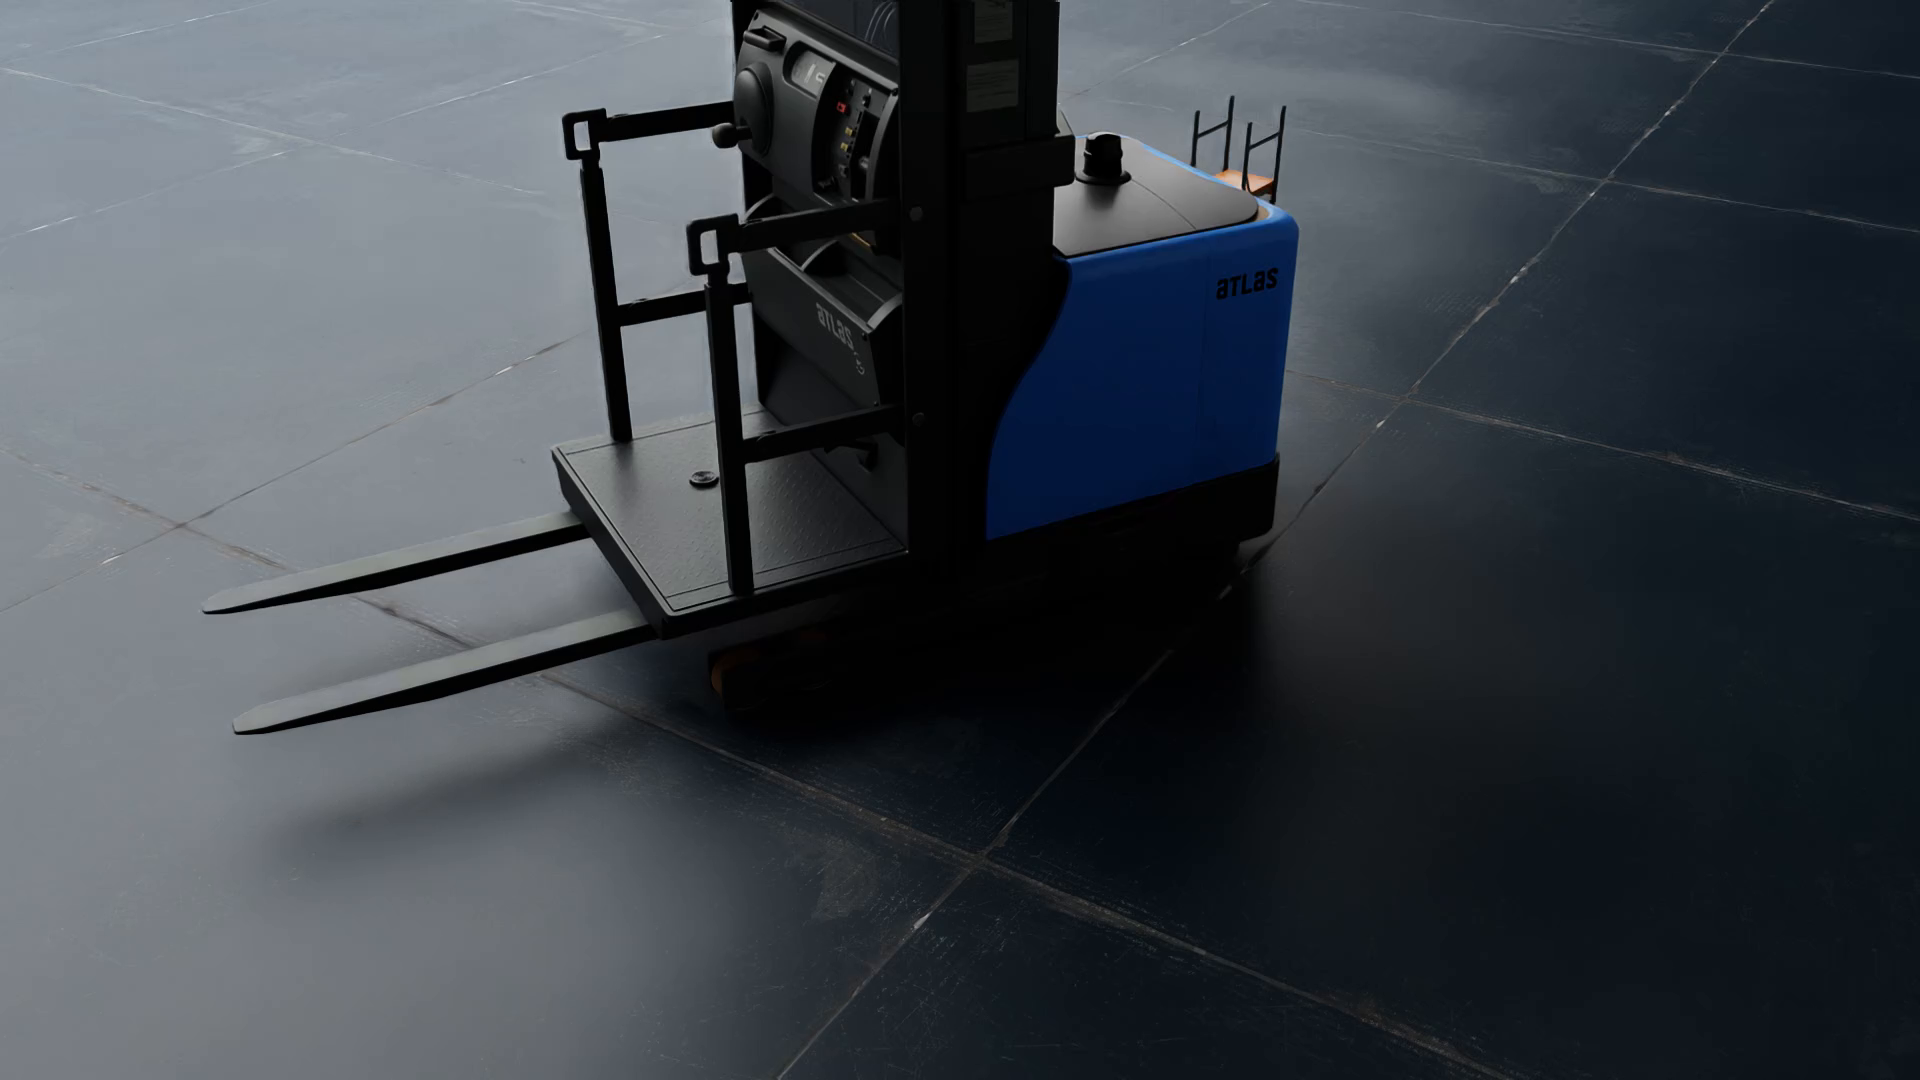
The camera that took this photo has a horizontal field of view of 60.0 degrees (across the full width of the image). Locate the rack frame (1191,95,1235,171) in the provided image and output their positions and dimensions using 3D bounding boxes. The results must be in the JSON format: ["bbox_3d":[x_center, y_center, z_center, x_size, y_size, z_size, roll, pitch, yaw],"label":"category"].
[{"bbox_3d":[0.792,-0.851,5.513,0.006,1.200,0.240,22,36,31],"label":"rack frame"}]

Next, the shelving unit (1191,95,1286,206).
[{"bbox_3d":[0.865,-0.822,5.465,0.189,1.200,0.258,22,36,31],"label":"shelving unit"}]

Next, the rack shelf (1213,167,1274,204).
[{"bbox_3d":[0.869,-1.094,5.305,0.180,0.103,0.258,22,36,31],"label":"rack shelf"}]

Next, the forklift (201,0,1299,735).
[{"bbox_3d":[-0.567,-1.114,4.250,3.031,2.935,1.130,-15,33,-24],"label":"forklift"}]

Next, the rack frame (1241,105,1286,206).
[{"bbox_3d":[0.938,-0.793,5.418,0.006,1.200,0.240,22,36,31],"label":"rack frame"}]
